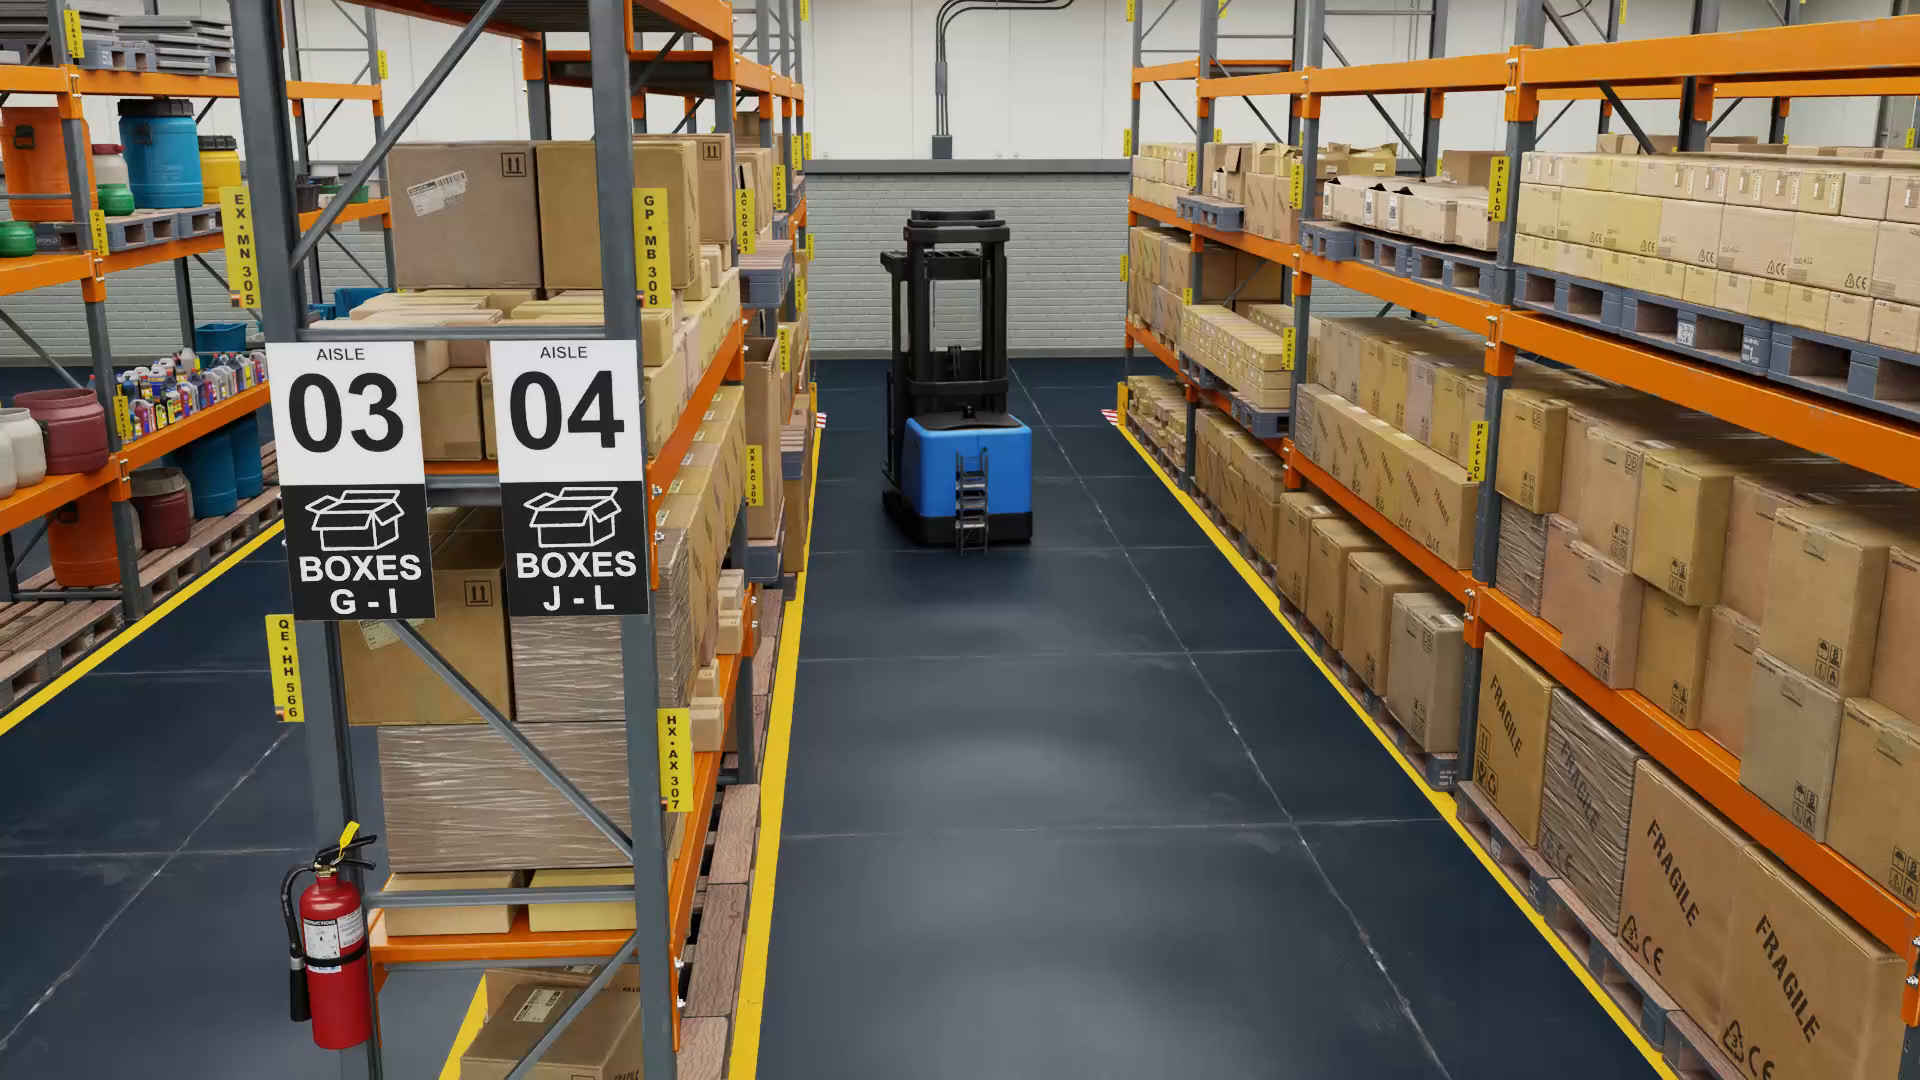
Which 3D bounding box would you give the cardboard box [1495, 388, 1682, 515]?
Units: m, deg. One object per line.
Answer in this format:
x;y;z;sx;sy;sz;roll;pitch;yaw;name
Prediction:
3.307;-0.466;8.574;0.875;0.550;0.550;-1;14;-3;cardboard box

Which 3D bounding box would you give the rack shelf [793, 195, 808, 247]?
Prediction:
-2.258;-3.503;18.268;1.077;0.370;4.000;-1;14;-3;rack shelf

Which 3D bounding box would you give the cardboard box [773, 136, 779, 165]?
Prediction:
-2.272;-3.981;17.441;0.700;0.500;0.500;0;14;-1;cardboard box

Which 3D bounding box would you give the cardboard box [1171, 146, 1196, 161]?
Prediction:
2.457;-4.100;17.645;0.380;0.149;0.250;-1;15;-6;cardboard box

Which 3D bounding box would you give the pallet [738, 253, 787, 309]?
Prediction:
-1.571;-1.428;9.139;1.213;0.211;1.003;-1;14;-3;pallet

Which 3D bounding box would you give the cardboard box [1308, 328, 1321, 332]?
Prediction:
3.152;-1.772;14.586;0.380;0.149;0.250;0;14;-2;cardboard box

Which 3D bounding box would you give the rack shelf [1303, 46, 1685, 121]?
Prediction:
3.194;-2.824;10.411;1.077;0.370;4.000;-1;14;-3;rack shelf

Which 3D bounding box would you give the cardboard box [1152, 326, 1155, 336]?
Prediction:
2.420;-2.418;19.130;0.380;0.149;0.250;-1;14;-5;cardboard box

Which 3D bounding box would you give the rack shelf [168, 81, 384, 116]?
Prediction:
-7.202;-4.685;17.647;1.077;0.370;4.000;-1;14;-3;rack shelf

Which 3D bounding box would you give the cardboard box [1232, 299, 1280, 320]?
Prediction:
3.043;-2.272;17.263;0.500;0.500;0.500;-1;14;-4;cardboard box

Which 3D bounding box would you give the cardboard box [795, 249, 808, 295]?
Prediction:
-2.090;-3.213;19.918;0.500;0.500;0.500;-1;14;-3;cardboard box

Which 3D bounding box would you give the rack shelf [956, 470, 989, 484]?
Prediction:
0.103;-0.555;14.650;0.258;0.077;0.200;-3;15;-12;rack shelf

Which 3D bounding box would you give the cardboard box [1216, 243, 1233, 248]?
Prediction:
2.990;-2.874;17.595;0.500;0.500;0.500;-1;14;-5;cardboard box

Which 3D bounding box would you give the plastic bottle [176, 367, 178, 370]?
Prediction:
-7.447;-1.569;15.727;0.097;0.201;0.097;0;14;0;plastic bottle

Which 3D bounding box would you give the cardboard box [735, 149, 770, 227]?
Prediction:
-1.565;-2.407;11.363;0.500;0.500;0.500;-1;14;-4;cardboard box

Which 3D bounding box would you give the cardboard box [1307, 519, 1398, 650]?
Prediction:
3.076;0.299;11.741;1.050;0.750;0.750;-1;14;-3;cardboard box

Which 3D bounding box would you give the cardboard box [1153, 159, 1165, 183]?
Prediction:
2.428;-4.075;18.345;0.500;0.250;0.500;-1;14;-6;cardboard box

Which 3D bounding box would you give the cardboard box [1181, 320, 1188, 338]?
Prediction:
2.388;-2.073;16.352;0.380;0.149;0.250;-1;14;-3;cardboard box

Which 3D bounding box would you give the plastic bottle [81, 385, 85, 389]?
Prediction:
-7.352;-1.151;13.940;0.061;0.283;0.133;-1;14;-3;plastic bottle

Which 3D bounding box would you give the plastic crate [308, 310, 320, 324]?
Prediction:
-6.883;-2.110;17.184;0.402;0.464;0.583;-1;14;-3;plastic crate

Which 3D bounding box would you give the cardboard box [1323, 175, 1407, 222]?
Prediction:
2.895;-2.436;11.812;0.500;0.311;0.500;-1;14;-3;cardboard box

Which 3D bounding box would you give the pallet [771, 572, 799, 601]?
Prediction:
-1.860;0.247;13.866;1.003;0.211;1.213;-1;14;-3;pallet

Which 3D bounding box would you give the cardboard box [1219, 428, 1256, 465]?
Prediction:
2.667;-0.861;15.246;0.500;0.250;0.500;0;14;-1;cardboard box

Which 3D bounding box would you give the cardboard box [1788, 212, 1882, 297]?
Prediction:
3.226;-0.986;5.702;0.500;0.250;0.500;-1;14;-3;cardboard box

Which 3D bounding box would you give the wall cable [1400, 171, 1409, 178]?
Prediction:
7.136;-4.958;26.398;0.585;1.953;0.123;-1;14;-3;wall cable

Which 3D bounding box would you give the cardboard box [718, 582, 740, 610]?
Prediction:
-1.326;0.322;8.485;0.380;0.149;0.250;-1;14;-3;cardboard box

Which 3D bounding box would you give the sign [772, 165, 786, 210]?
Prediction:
-1.345;-2.617;12.345;0.100;0.325;0.005;-1;14;-3;sign

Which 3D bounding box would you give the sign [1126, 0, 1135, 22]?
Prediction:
2.033;-6.335;19.779;0.100;0.325;0.005;-1;14;-3;sign

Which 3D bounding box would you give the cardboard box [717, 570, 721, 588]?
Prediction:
-1.673;0.009;8.398;0.875;0.500;0.500;-1;14;-3;cardboard box

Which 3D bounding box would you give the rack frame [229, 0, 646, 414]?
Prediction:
-1.391;-1.822;4.272;1.000;3.000;0.127;-1;14;-3;rack frame

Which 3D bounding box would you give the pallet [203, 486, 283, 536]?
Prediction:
-7.072;-0.282;15.921;1.003;0.211;1.213;-1;14;-3;pallet

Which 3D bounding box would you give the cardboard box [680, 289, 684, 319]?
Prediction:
-1.224;-0.886;6.154;0.380;0.149;0.250;-2;15;-6;cardboard box

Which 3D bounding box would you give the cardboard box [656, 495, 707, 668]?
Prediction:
-1.177;0.141;5.877;0.500;0.500;0.500;-1;14;-3;cardboard box

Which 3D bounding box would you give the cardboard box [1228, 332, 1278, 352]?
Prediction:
2.523;-1.696;14.291;0.380;0.149;0.250;-1;14;-3;cardboard box

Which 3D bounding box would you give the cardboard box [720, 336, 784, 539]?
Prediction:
-1.548;-0.605;9.535;1.000;1.000;1.000;-1;14;-3;cardboard box

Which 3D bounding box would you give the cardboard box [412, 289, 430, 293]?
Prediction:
-1.793;-0.878;6.122;0.380;0.149;0.250;-2;15;-6;cardboard box

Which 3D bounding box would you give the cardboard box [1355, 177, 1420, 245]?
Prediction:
3.300;-2.605;13.134;0.500;0.500;0.500;-1;14;-3;cardboard box

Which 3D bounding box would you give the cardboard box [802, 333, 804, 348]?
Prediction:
-1.902;-2.180;18.209;0.380;0.149;0.250;-1;14;-3;cardboard box

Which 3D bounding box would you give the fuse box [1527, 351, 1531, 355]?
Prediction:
9.242;-3.823;26.674;0.539;1.711;0.414;-1;14;-3;fuse box

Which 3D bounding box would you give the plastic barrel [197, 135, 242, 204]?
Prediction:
-6.819;-3.348;15.002;0.600;0.588;0.600;0;14;0;plastic barrel

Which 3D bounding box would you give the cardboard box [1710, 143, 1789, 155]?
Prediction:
7.522;-3.535;15.905;0.500;0.500;0.500;-1;14;-4;cardboard box

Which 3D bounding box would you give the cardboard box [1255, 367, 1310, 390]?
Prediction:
2.585;-1.299;13.344;0.380;0.149;0.250;-1;14;-2;cardboard box

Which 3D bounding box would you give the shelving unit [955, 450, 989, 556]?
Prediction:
0.103;-0.325;14.709;0.258;0.900;0.210;-3;15;-12;shelving unit

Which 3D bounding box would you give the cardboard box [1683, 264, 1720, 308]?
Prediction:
3.113;-1.008;6.587;0.380;0.149;0.250;-1;14;-3;cardboard box

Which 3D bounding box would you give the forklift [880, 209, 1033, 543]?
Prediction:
-0.151;-1.710;16.013;1.130;2.935;3.031;-3;15;-12;forklift

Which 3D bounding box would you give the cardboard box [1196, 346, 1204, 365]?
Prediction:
2.437;-1.736;15.637;0.380;0.149;0.250;-1;14;-3;cardboard box

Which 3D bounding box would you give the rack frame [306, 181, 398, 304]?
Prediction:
-7.326;-2.819;20.188;1.000;3.000;0.127;-1;14;-3;rack frame

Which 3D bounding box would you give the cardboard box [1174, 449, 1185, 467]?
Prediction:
2.458;-0.867;17.480;0.380;0.149;0.250;-1;14;-3;cardboard box

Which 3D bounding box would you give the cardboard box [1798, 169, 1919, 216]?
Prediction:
3.159;-1.206;5.757;0.380;0.149;0.250;-1;14;-2;cardboard box

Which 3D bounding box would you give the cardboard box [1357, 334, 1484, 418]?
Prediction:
3.155;-1.125;11.396;0.700;0.500;0.500;-1;14;-4;cardboard box

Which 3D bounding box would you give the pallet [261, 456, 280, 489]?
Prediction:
-7.162;-0.656;17.377;1.003;0.211;1.213;-1;14;-3;pallet

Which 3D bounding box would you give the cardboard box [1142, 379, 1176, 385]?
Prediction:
2.405;-1.856;20.128;0.380;0.149;0.250;-1;14;-2;cardboard box

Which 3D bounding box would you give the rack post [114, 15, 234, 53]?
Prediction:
-7.057;-4.483;14.767;0.937;0.300;0.954;-1;14;-4;rack post

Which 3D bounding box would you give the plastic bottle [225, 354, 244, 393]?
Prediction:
-6.683;-1.531;15.280;0.144;0.351;0.185;-1;14;-3;plastic bottle

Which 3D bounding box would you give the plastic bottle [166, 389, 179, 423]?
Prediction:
-6.565;-1.115;13.822;0.097;0.271;0.097;0;14;0;plastic bottle

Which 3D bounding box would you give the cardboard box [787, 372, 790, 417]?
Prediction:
-1.715;-1.335;14.219;0.500;0.500;0.500;-1;14;-4;cardboard box

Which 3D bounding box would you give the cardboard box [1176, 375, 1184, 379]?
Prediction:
2.860;-1.930;20.417;0.380;0.149;0.250;-1;14;-3;cardboard box

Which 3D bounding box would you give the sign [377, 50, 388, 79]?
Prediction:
-6.778;-5.581;19.529;0.100;0.325;0.005;-1;14;-3;sign
